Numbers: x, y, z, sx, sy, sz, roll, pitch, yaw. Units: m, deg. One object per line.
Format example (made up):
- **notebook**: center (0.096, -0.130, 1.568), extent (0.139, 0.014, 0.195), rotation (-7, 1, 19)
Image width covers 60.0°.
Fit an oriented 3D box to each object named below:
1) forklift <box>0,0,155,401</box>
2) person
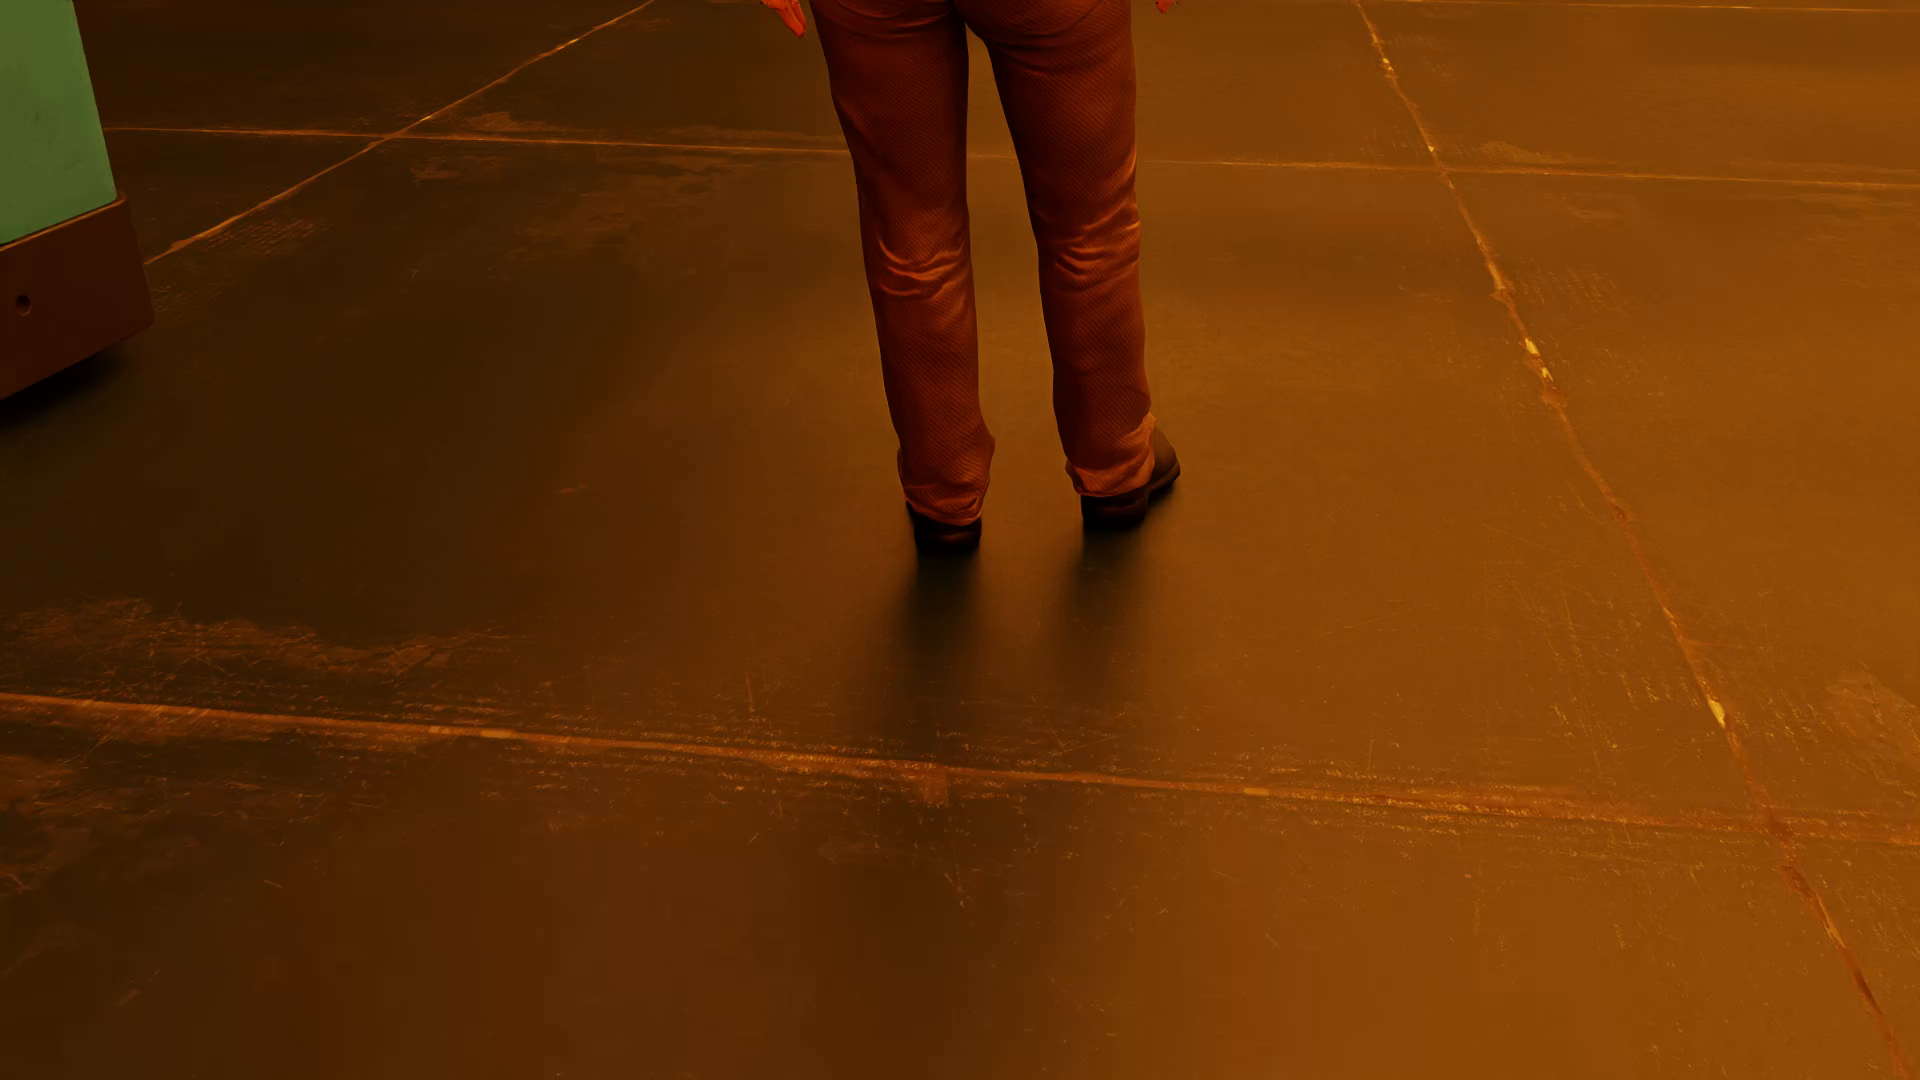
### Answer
- **forklift**: center (-3.107, -1.612, 2.448), extent (3.031, 2.935, 1.130), rotation (6, 27, 12)
- **person**: center (0.016, -0.804, 2.168), extent (0.633, 1.722, 0.566), rotation (3, 27, 7)
